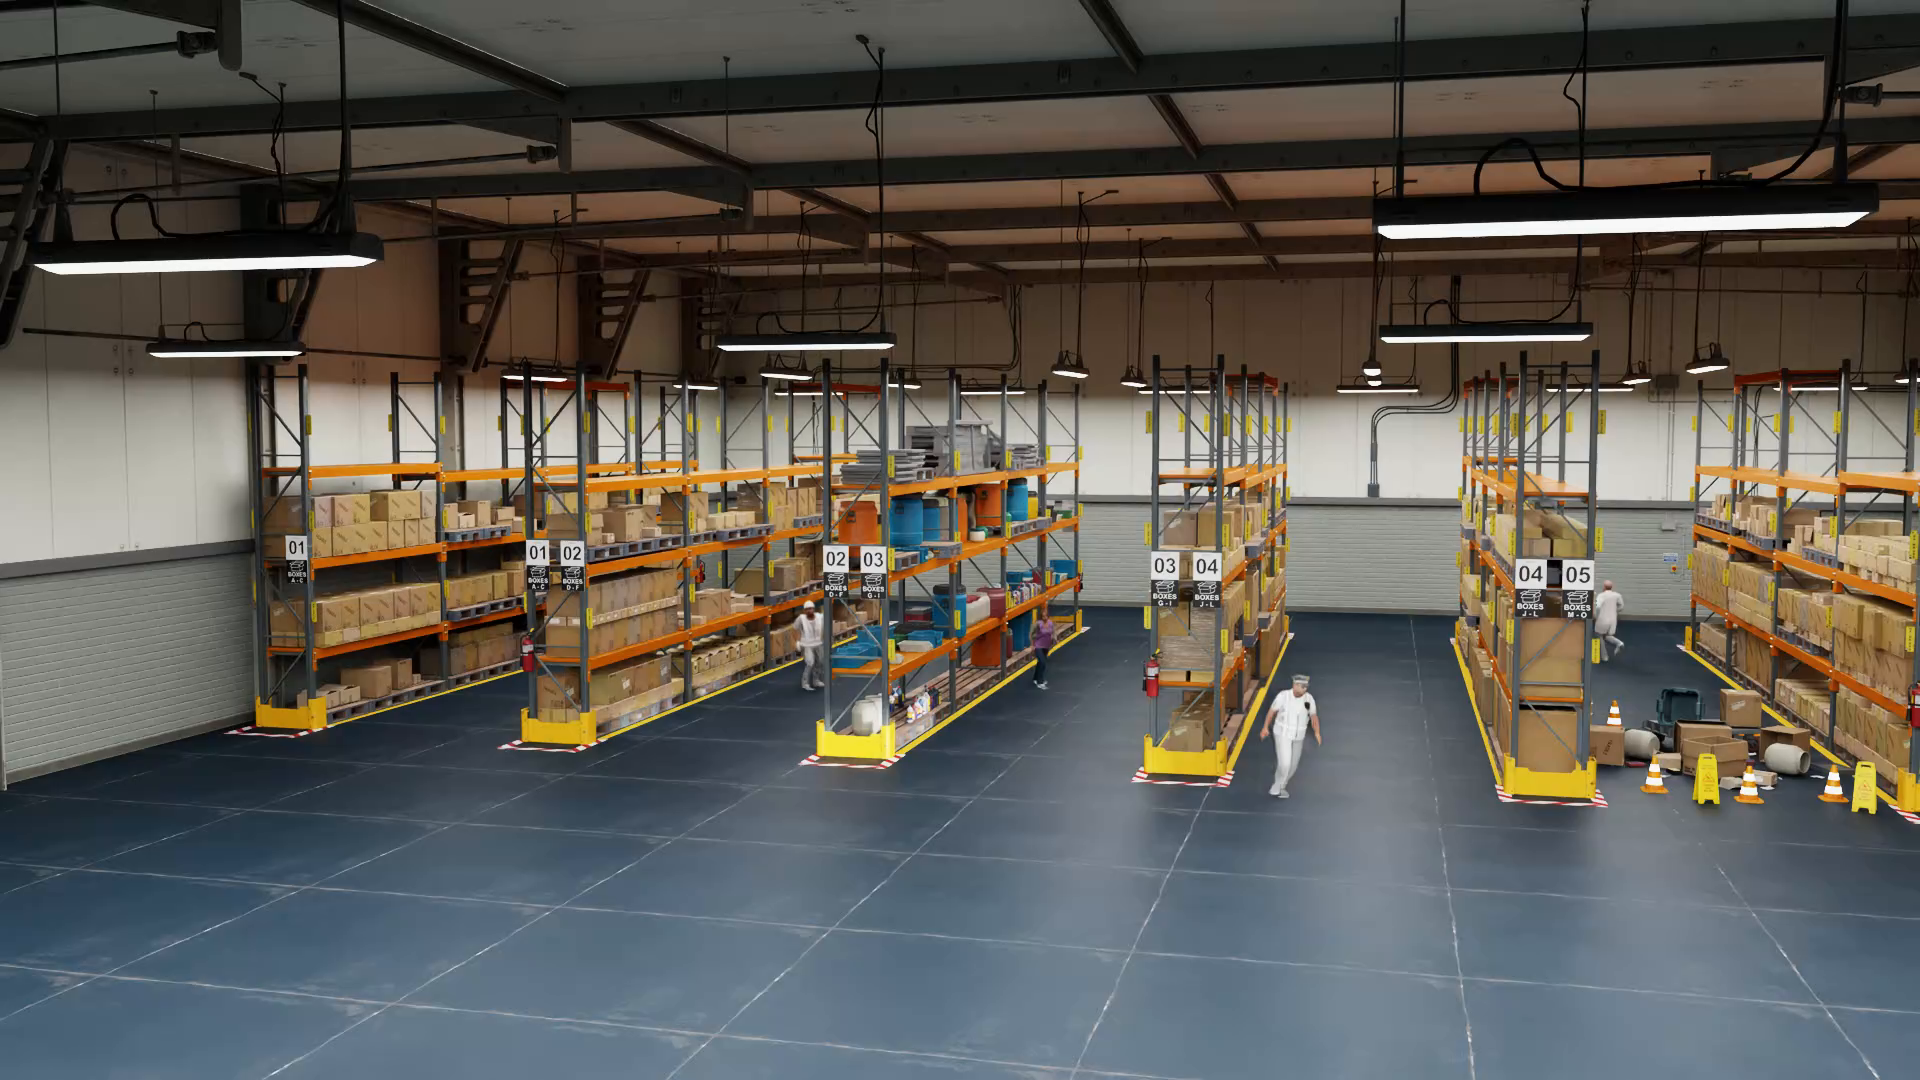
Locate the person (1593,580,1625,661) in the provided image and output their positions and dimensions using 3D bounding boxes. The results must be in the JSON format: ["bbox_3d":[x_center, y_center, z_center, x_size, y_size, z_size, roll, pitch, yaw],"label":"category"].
[{"bbox_3d":[13.720,1.721,35.160,0.722,1.734,0.807,-1,4,-12],"label":"person"}]

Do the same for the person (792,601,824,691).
[{"bbox_3d":[-2.767,1.992,31.475,0.701,1.714,0.784,-3,5,-35],"label":"person"}]

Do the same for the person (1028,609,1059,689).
[{"bbox_3d":[1.603,2.062,31.703,0.559,1.532,0.795,-3,5,-40],"label":"person"}]

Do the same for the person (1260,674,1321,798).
[{"bbox_3d":[4.440,2.621,22.203,0.647,1.700,0.733,-1,4,-18],"label":"person"}]
